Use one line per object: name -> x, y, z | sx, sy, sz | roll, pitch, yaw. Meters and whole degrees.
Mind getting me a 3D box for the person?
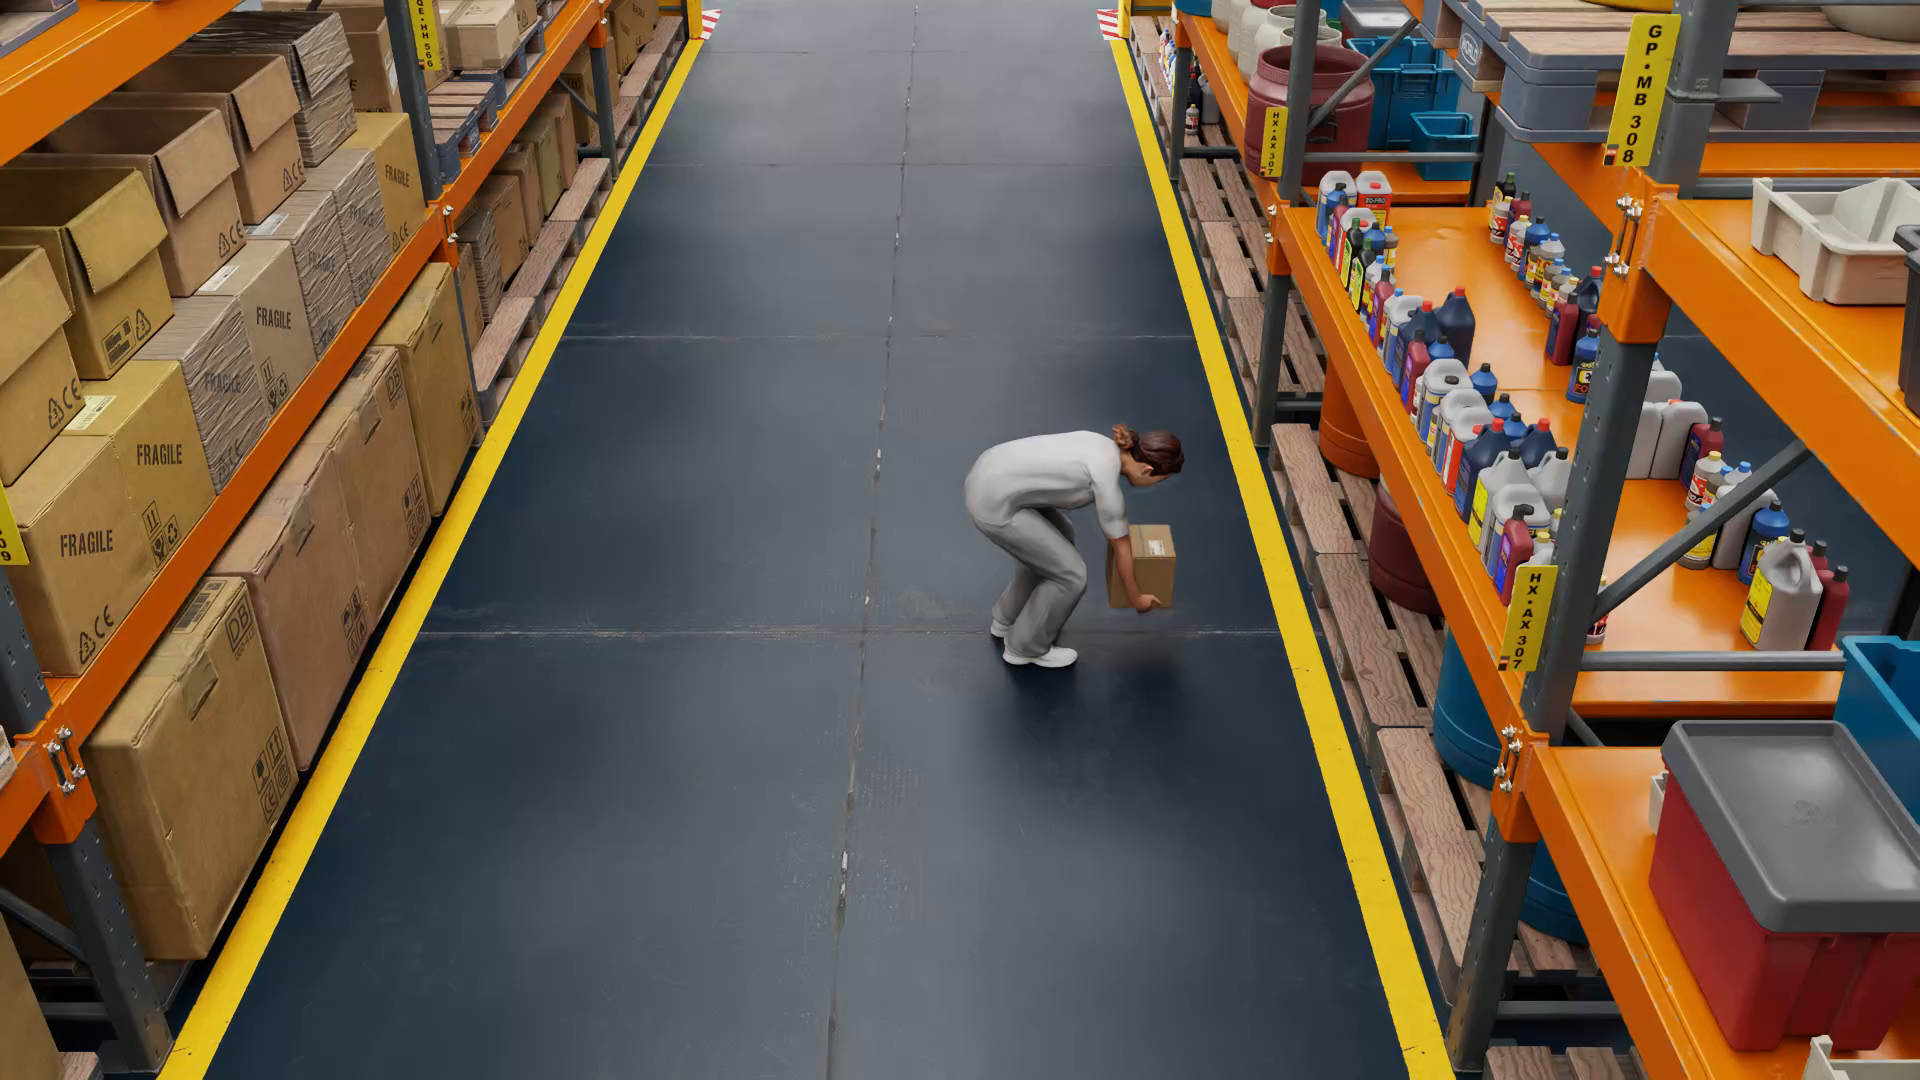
person -> 0.451, 0.004, 6.736 | 0.865, 1.039, 0.460 | -2, 32, -3
